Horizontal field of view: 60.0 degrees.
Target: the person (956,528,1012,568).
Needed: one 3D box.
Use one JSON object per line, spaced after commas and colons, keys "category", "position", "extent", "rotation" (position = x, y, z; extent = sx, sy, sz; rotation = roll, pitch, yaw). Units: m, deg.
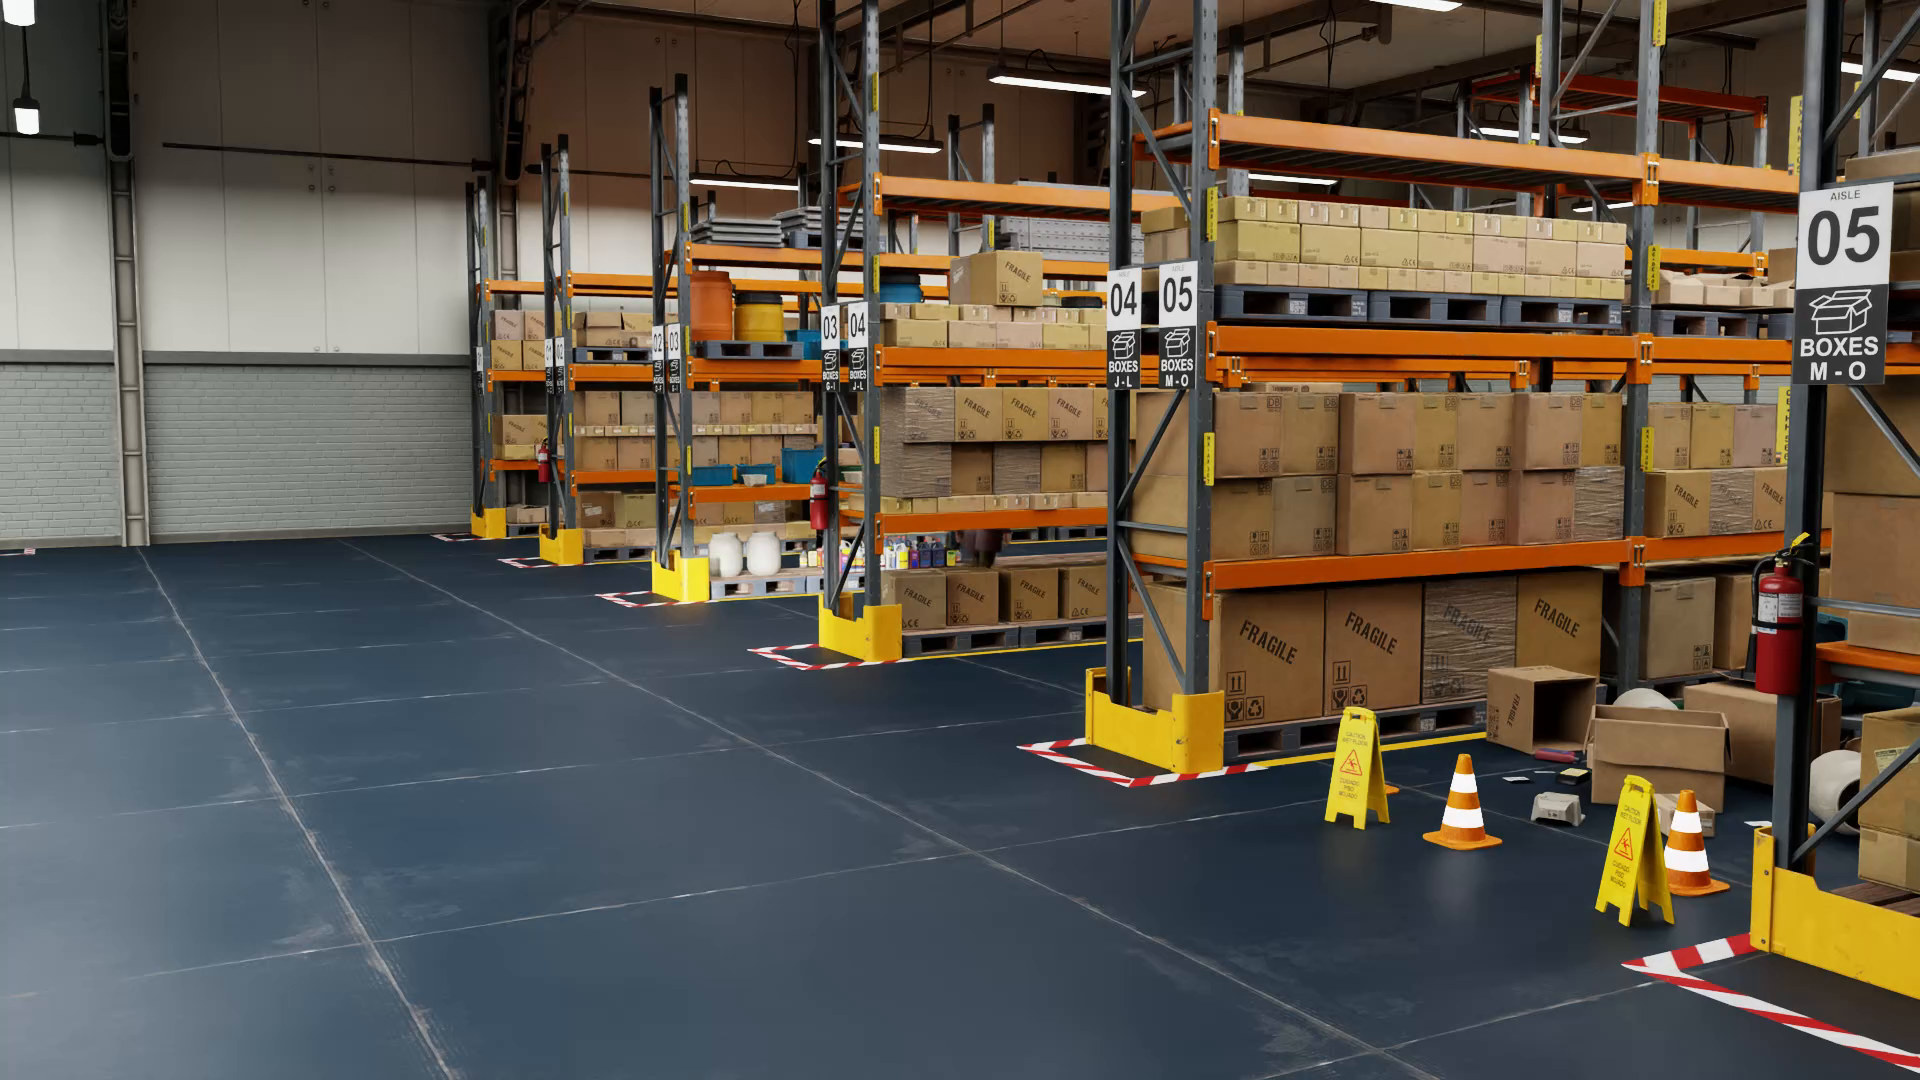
{"category": "person", "position": [0.264, -0.100, 18.162], "extent": [0.637, 1.761, 0.551], "rotation": [2, 5, 25]}
